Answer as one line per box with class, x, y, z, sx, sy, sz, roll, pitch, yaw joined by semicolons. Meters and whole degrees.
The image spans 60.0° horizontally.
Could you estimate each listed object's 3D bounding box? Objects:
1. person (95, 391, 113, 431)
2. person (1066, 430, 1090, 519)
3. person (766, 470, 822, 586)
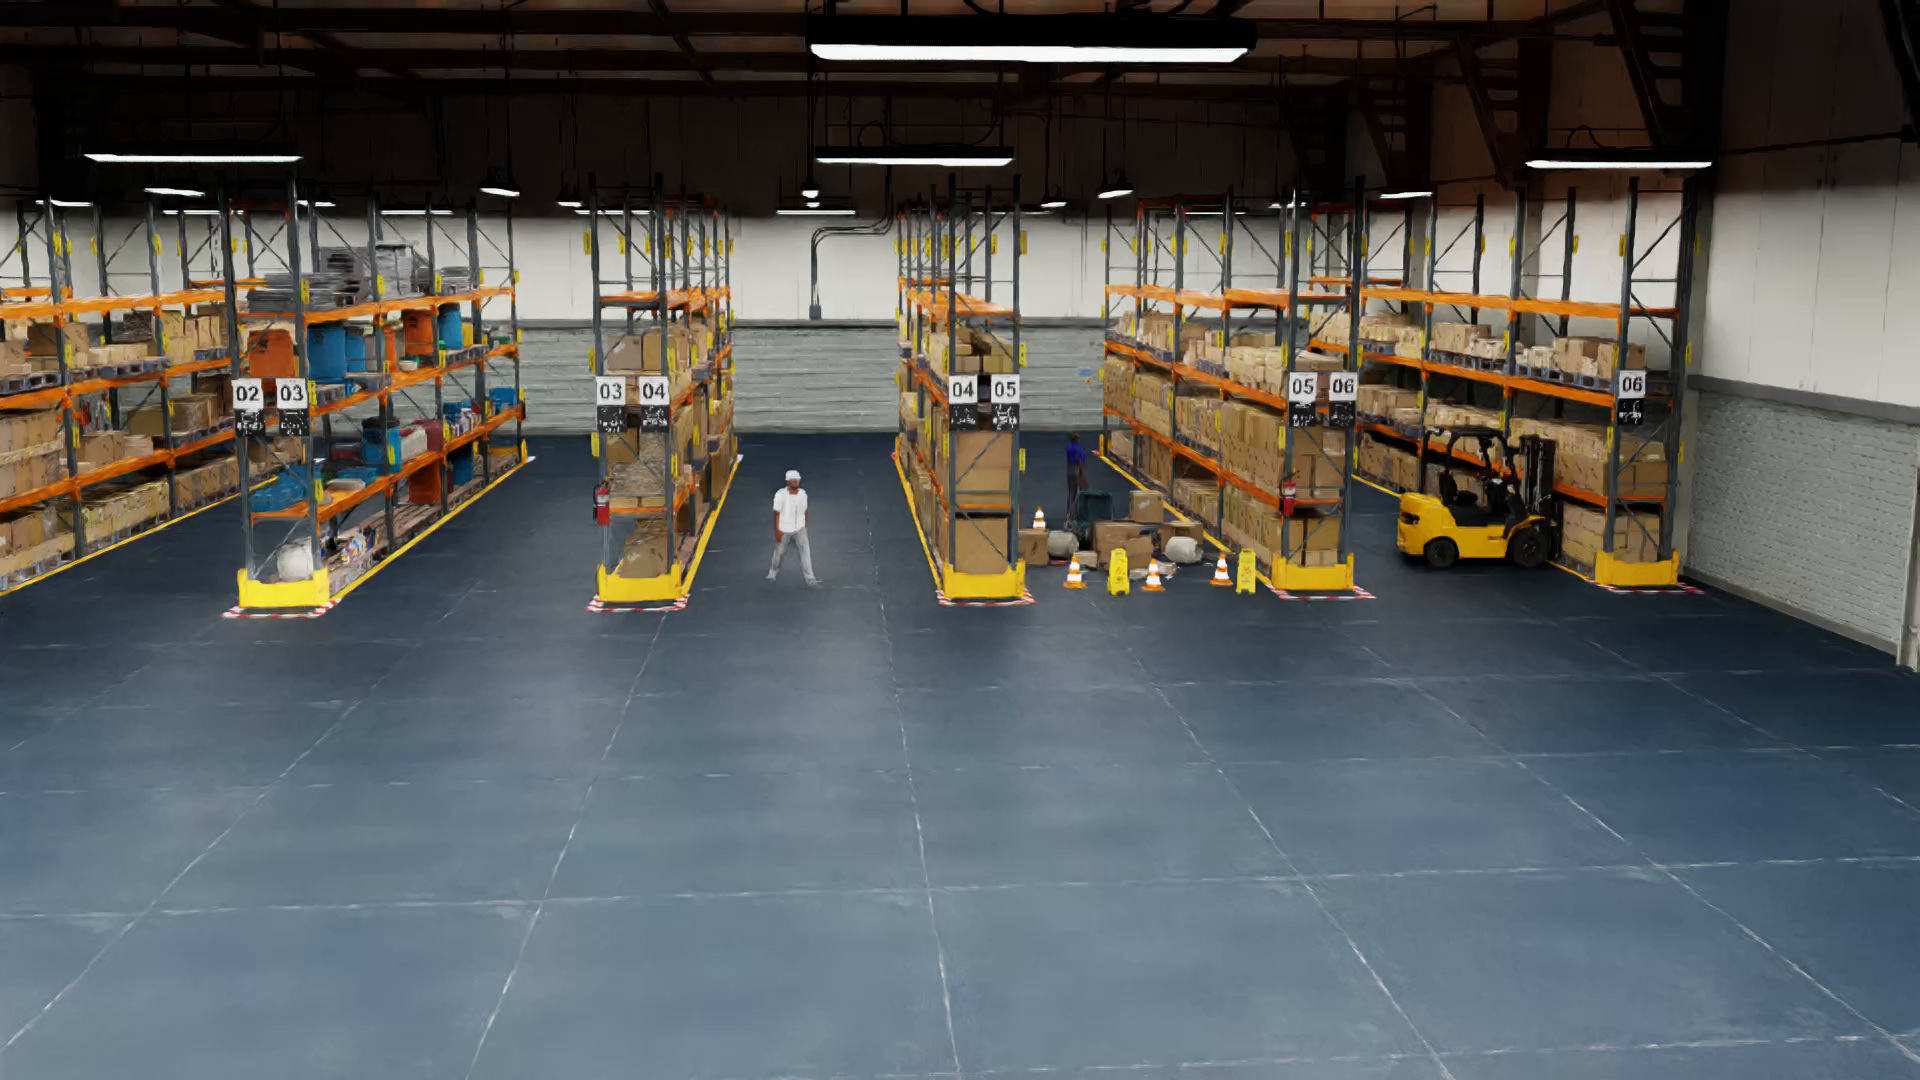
person;-20.582;-2.806;40.020;0.478;1.590;0.477;-9;14;-43
person;2.130;-1.205;30.764;0.423;1.655;0.508;-6;12;-32
person;-2.515;-0.182;24.759;0.591;1.739;0.939;-6;12;-30
